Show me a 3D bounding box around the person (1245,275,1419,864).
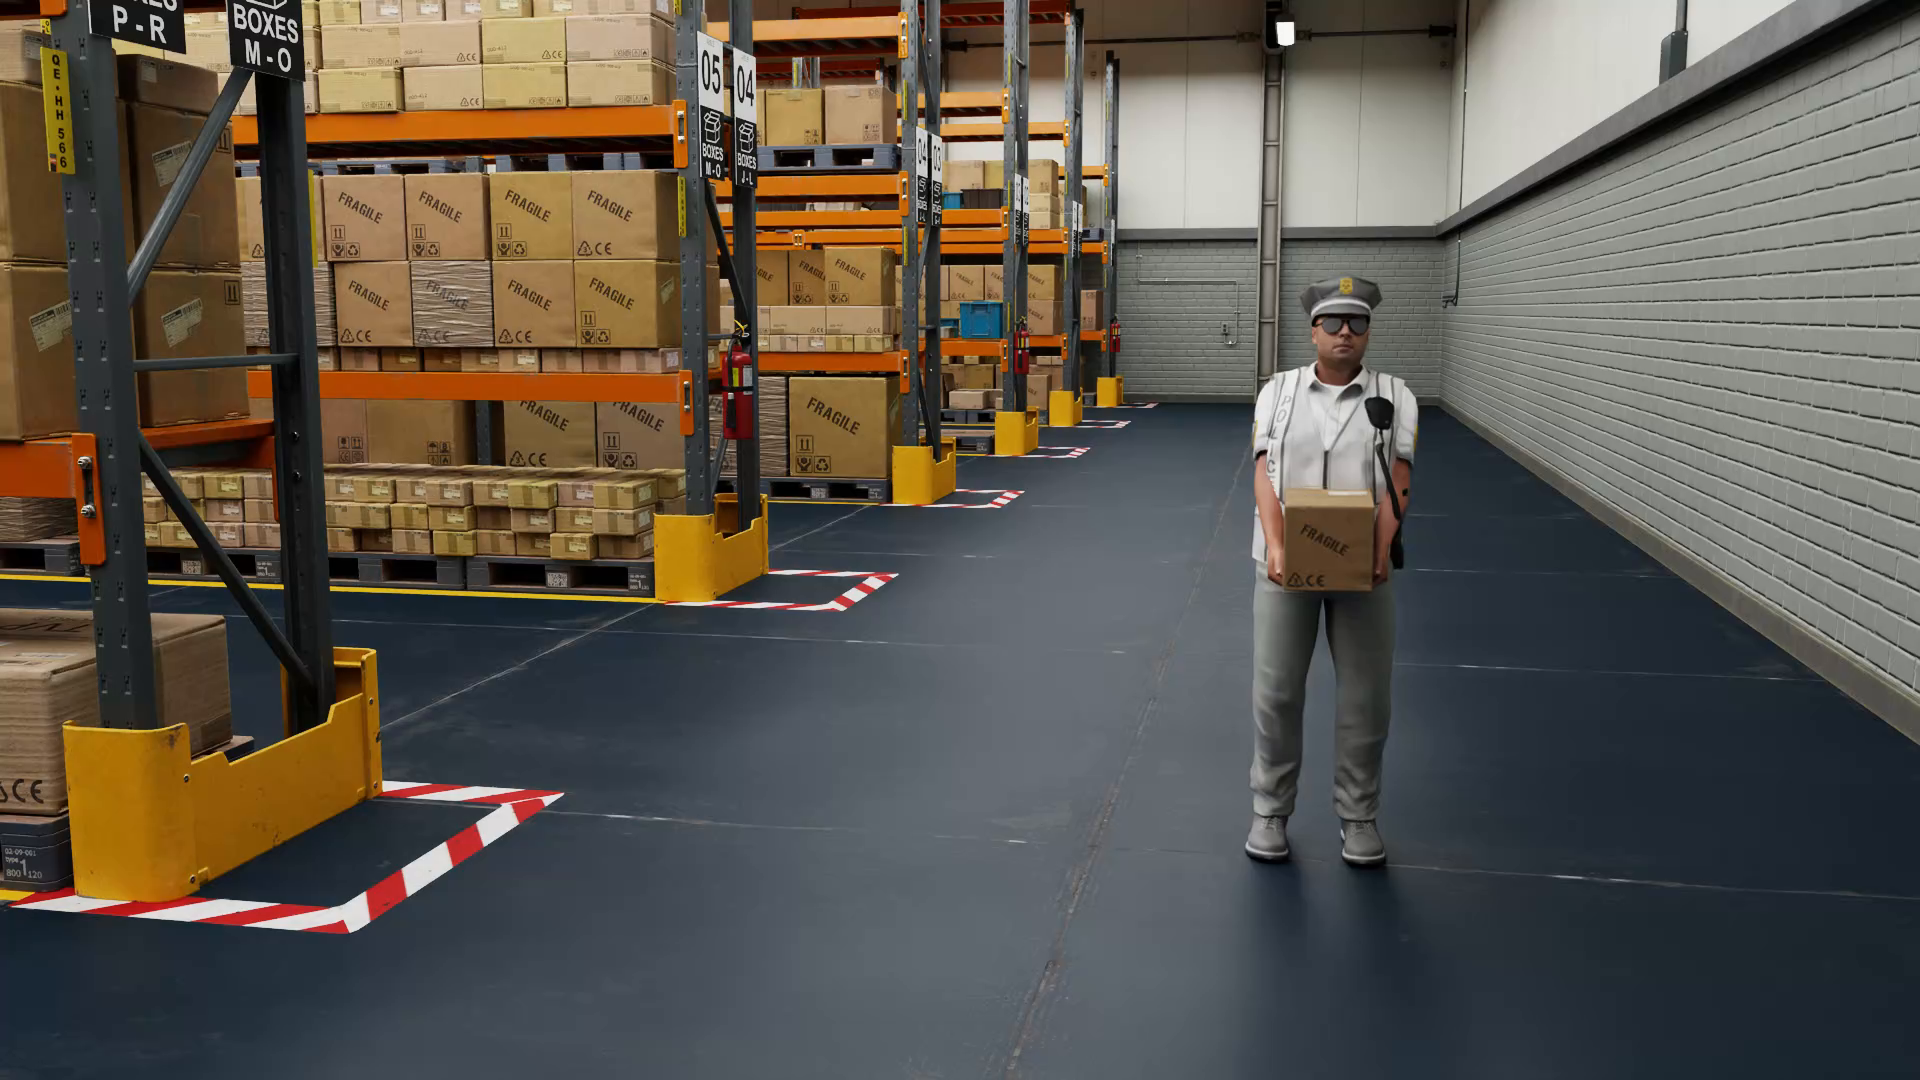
[{"bbox_3d":[1.124,0.092,5.030,0.496,1.772,0.561,2,8,11],"label":"person"}]
